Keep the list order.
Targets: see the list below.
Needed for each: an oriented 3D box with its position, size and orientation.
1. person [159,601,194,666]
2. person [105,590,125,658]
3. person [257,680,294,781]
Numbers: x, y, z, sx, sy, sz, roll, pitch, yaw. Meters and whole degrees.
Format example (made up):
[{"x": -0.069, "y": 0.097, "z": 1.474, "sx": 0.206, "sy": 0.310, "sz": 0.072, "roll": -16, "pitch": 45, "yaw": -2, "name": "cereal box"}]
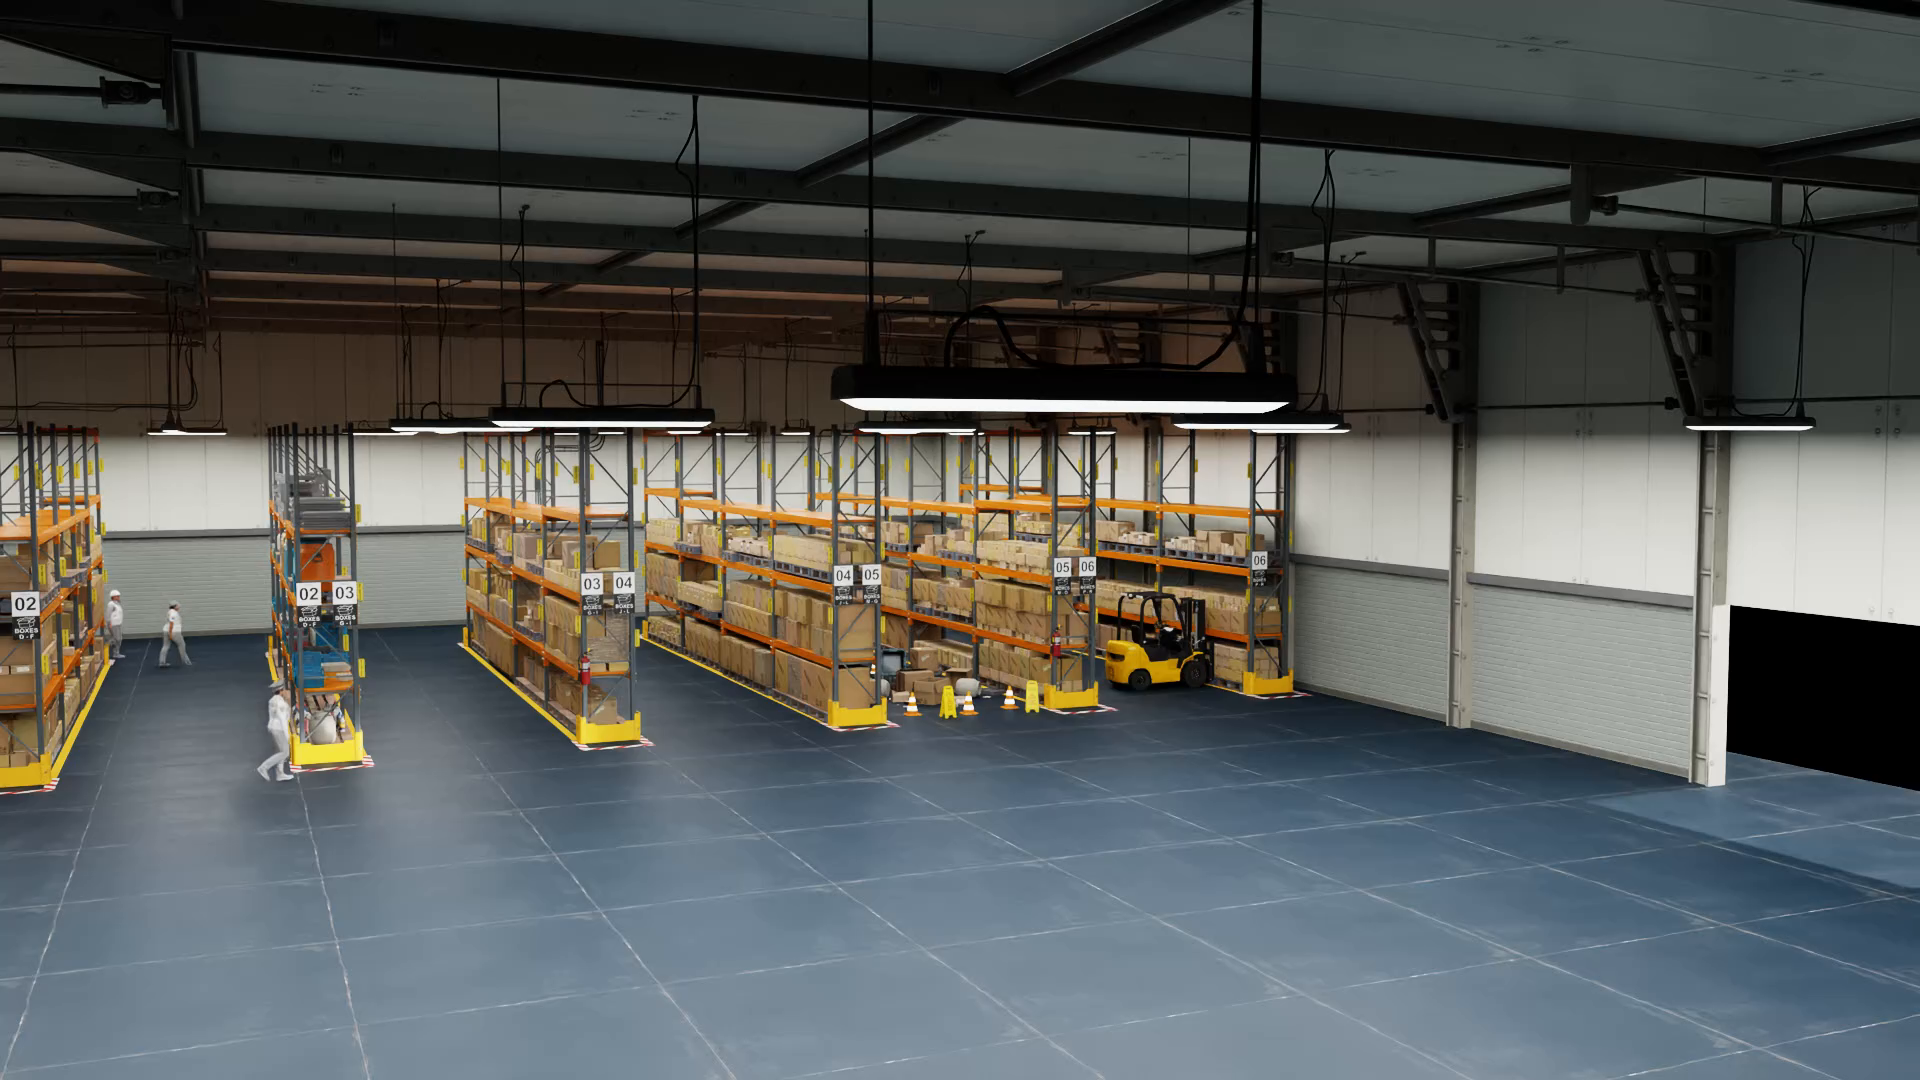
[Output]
[{"x": -19.812, "y": 2.342, "z": 41.896, "sx": 0.478, "sy": 1.628, "sz": 0.873, "roll": 2, "pitch": 4, "yaw": 24, "name": "person"}, {"x": -22.057, "y": 2.192, "z": 43.193, "sx": 0.588, "sy": 1.767, "sz": 0.564, "roll": -1, "pitch": 4, "yaw": -10, "name": "person"}, {"x": -11.394, "y": 3.179, "z": 27.609, "sx": 0.649, "sy": 1.676, "sz": 0.500, "roll": -3, "pitch": 5, "yaw": -42, "name": "person"}]
